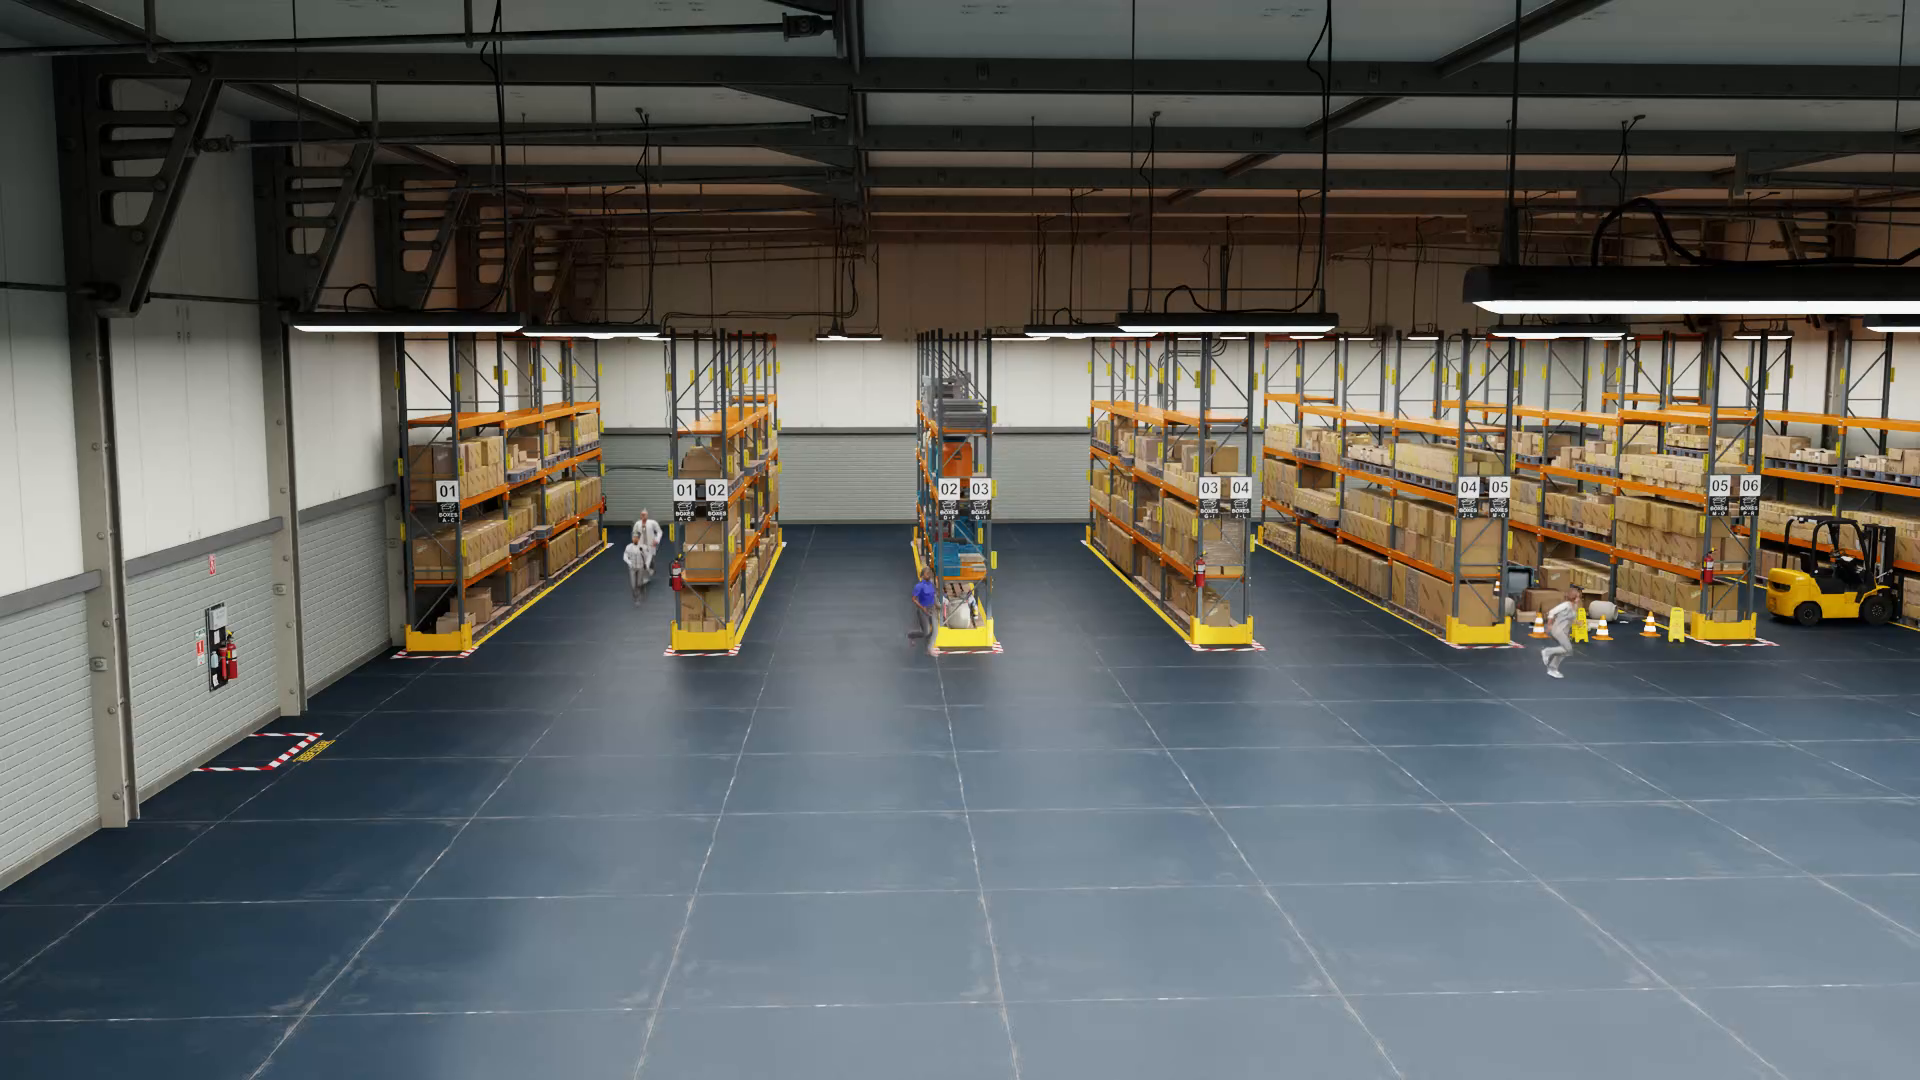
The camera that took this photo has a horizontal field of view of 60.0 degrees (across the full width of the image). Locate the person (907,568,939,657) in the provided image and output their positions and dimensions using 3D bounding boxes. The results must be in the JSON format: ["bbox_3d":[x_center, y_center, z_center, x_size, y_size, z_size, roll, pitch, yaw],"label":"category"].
[{"bbox_3d":[-0.667,1.320,30.690,0.682,1.632,0.565,6,9,41],"label":"person"}]

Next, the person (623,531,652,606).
[{"bbox_3d":[-7.056,0.629,36.310,0.604,1.659,0.531,0,7,-2],"label":"person"}]

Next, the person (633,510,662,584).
[{"bbox_3d":[-7.527,0.254,40.049,0.711,1.563,0.718,0,7,3],"label":"person"}]

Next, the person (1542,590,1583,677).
[{"bbox_3d":[10.395,1.615,28.661,0.665,1.523,0.527,5,9,39],"label":"person"}]
